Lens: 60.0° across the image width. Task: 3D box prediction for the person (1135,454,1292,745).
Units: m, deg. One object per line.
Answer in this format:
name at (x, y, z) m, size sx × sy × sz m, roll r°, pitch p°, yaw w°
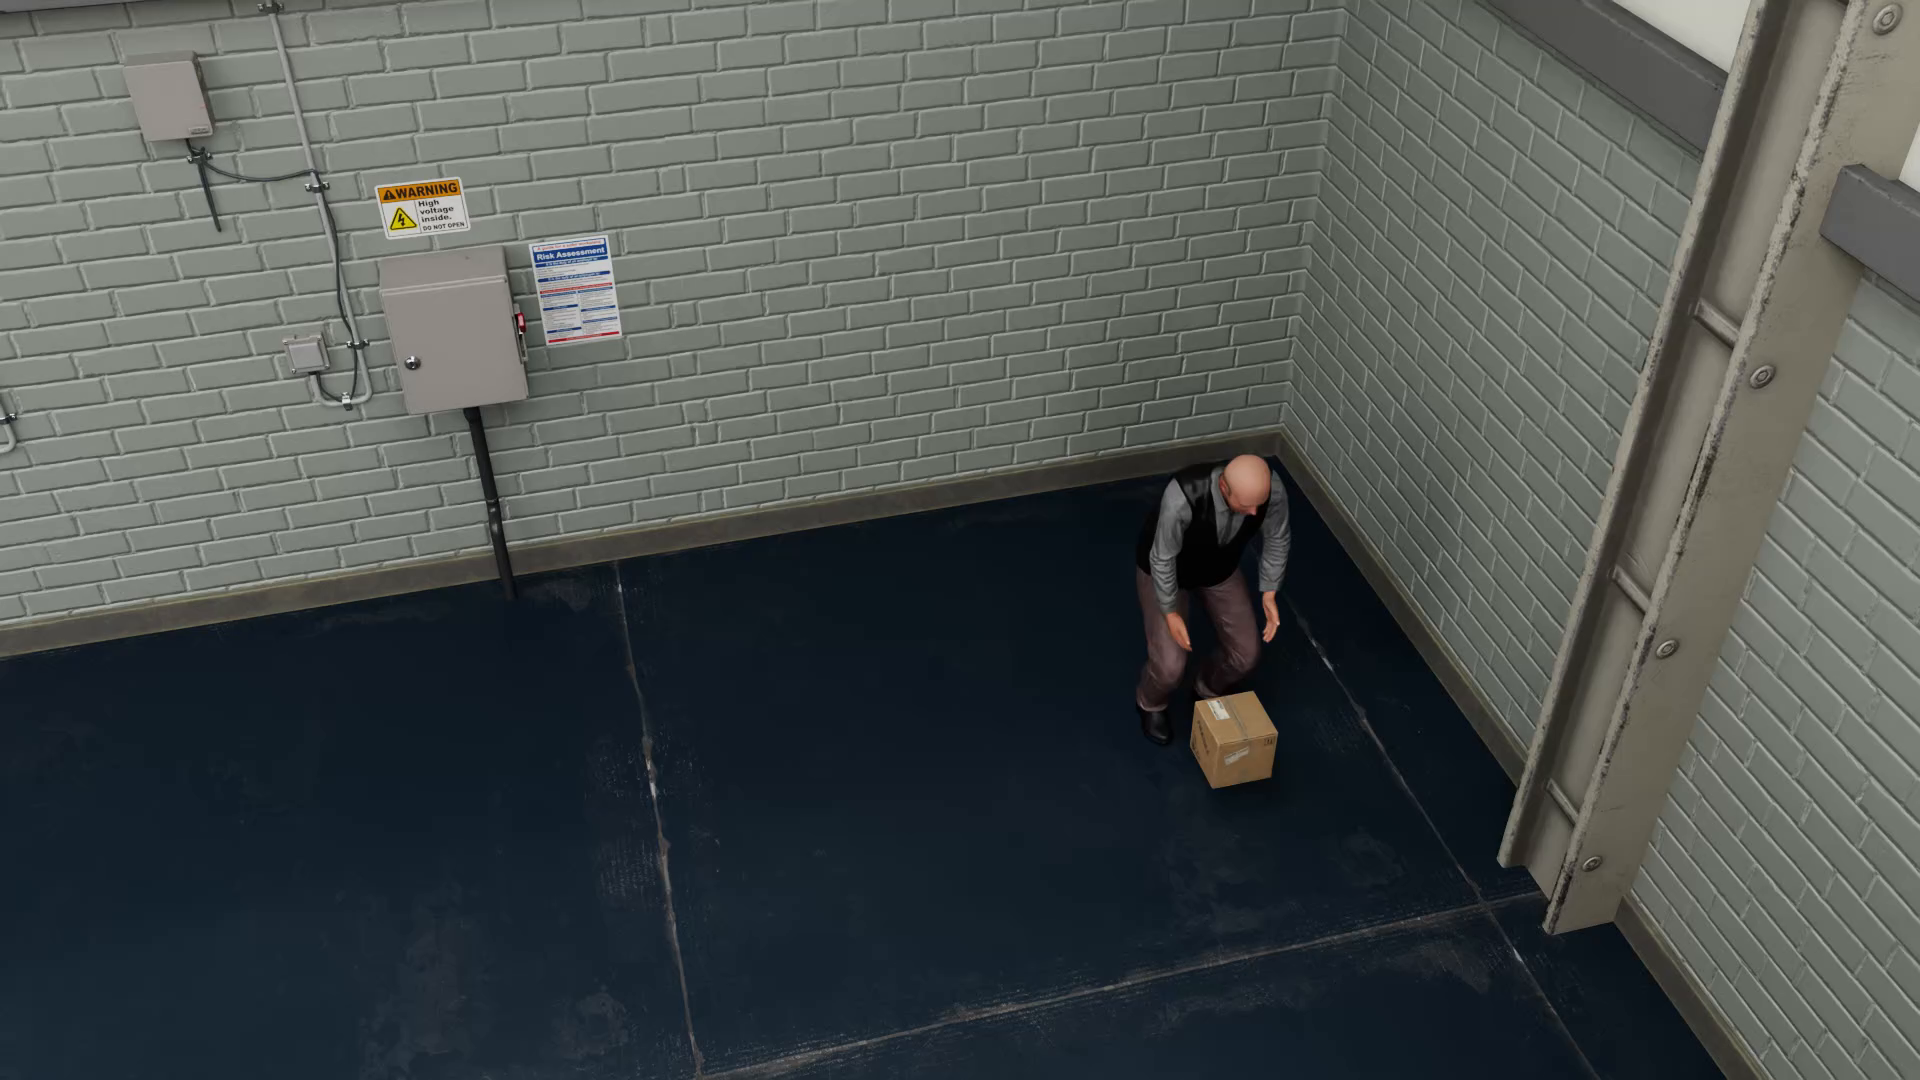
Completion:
person at (0.999, 0.174, 6.688) m, size 0.588 × 1.514 × 0.625 m, roll -9°, pitch 39°, yaw -11°
